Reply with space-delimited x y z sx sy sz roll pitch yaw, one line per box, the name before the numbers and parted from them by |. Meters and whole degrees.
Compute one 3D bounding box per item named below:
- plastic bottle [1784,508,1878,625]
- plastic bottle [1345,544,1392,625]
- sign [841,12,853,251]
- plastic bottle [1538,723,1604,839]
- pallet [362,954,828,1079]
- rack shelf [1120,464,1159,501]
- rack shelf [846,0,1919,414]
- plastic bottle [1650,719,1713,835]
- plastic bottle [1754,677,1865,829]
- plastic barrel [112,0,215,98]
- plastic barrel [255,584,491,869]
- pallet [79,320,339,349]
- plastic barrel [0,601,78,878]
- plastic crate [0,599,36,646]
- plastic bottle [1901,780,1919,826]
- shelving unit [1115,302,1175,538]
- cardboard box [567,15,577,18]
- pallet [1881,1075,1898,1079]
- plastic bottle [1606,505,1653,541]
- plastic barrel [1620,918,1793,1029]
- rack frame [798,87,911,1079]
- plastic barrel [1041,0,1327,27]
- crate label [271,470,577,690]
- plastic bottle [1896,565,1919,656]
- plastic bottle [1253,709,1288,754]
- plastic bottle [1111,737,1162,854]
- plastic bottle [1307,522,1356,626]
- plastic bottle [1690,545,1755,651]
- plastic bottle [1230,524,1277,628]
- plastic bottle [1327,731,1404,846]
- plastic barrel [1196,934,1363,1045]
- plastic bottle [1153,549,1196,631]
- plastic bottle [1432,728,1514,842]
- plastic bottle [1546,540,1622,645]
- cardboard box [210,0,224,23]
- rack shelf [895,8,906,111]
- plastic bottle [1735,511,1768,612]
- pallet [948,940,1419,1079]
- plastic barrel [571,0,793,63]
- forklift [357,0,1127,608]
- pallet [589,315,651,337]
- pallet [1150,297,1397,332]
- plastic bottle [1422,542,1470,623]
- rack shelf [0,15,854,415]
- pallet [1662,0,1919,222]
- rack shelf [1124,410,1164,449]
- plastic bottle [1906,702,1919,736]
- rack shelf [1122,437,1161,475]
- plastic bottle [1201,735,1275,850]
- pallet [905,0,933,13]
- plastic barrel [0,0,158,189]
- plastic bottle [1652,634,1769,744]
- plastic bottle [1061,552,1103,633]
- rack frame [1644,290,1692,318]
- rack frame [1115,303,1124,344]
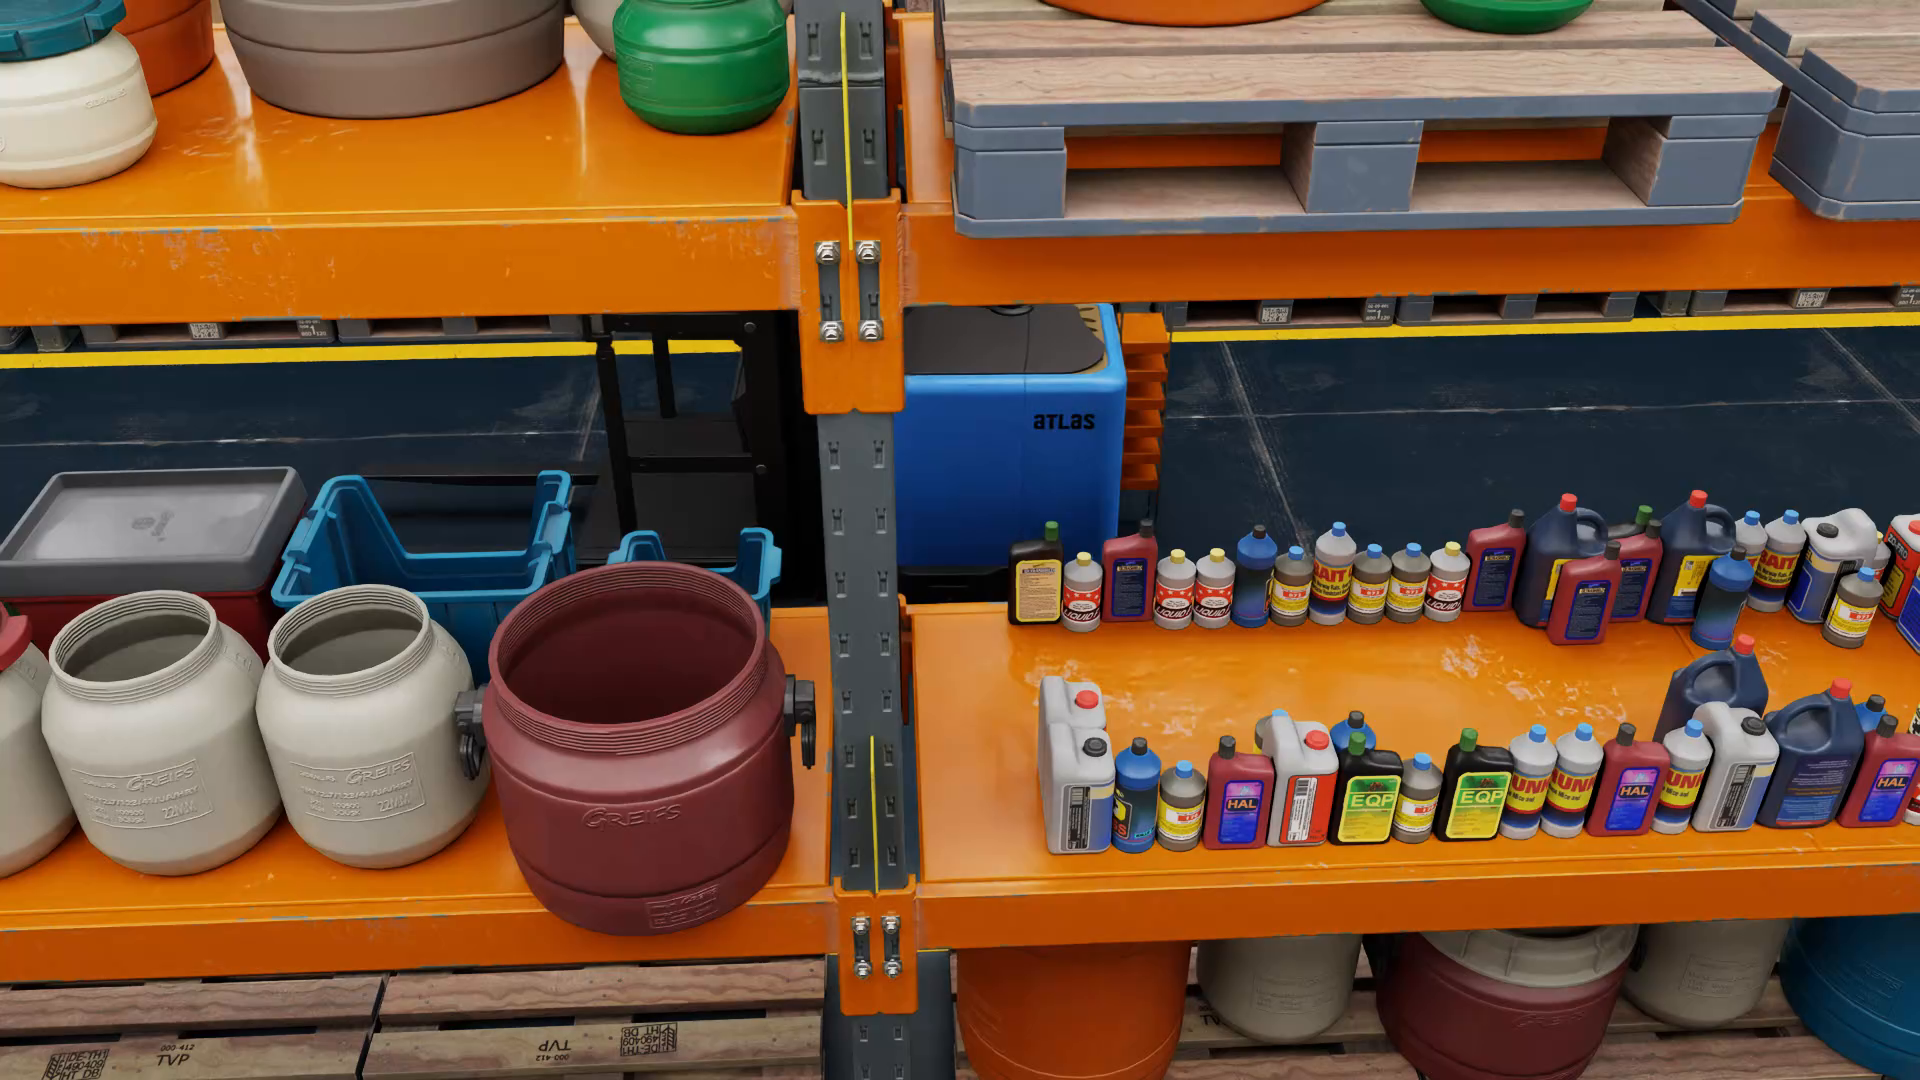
plastic bottle | 2.161 0.056 4.142 0.135 0.276 0.152 -2 35 -2
plastic bottle | 1.019 0.102 4.141 0.097 0.201 0.097 0 35 0
sign | -0.164 -0.592 2.426 0.005 0.325 0.100 -2 35 -2
plastic bottle | 1.290 0.498 3.507 0.097 0.271 0.097 0 35 0
pallet | -0.973 1.431 4.496 1.213 0.211 1.003 -2 35 -2
rack shelf | 0.682 -0.263 6.576 0.180 0.103 0.258 0 35 -1
rack shelf | 1.800 -0.706 3.130 4.000 0.370 1.077 -2 35 -2
plastic bottle | 1.521 0.492 3.516 0.097 0.271 0.097 0 35 0
plastic bottle | 1.795 0.439 3.523 0.185 0.351 0.144 -2 35 -2
plastic barrel | -1.681 -1.208 2.846 0.708 0.830 0.600 -2 35 -2
plastic barrel | -1.215 0.389 3.454 0.421 0.512 0.421 0 35 0
pallet | -3.690 -1.318 8.468 1.213 0.211 1.003 -2 35 -2
plastic barrel | -2.062 0.405 3.409 0.433 0.535 0.433 0 35 0
plastic crate | -2.467 0.273 3.905 0.662 0.188 0.450 -2 35 -2
plastic bottle | 2.070 0.506 3.557 0.097 0.201 0.097 0 35 0
shelving unit | 0.682 -0.497 6.414 0.189 1.200 0.258 0 35 -1
cardboard box | -1.699 -2.360 7.745 0.250 0.149 0.380 1 35 1
pallet | 3.025 1.322 4.654 1.213 0.211 1.003 -2 35 -2
plastic bottle | 1.646 0.041 4.157 0.133 0.283 0.061 -2 35 -2
plastic barrel | 1.978 1.017 4.462 0.421 0.512 0.421 0 35 0
rack frame | -0.198 0.286 3.701 0.127 3.000 1.000 -2 35 -2
plastic barrel | 0.370 -1.310 2.625 0.708 0.830 0.600 -2 35 -2
crate label | -1.203 0.144 3.874 0.616 0.435 0.502 -2 35 -2
plastic bottle | 2.400 0.136 4.026 0.135 0.276 0.152 -2 35 -2
plastic bottle | 0.688 0.457 3.629 0.097 0.201 0.097 0 35 0
plastic bottle | 0.367 0.523 3.471 0.097 0.271 0.097 0 35 0
plastic bottle | 0.922 0.076 4.117 0.097 0.271 0.097 0 35 0
plastic bottle | 1.856 0.133 4.035 0.097 0.271 0.097 0 35 0
plastic bottle | 0.727 0.081 4.110 0.097 0.271 0.097 0 35 0
plastic bottle | 0.848 0.516 3.471 0.133 0.283 0.061 -2 35 -2
plastic barrel | 0.850 1.047 4.418 0.421 0.512 0.421 0 35 0
plastic bottle | 0.533 0.115 4.122 0.097 0.201 0.097 0 35 0
plastic bottle | 1.079 0.510 3.480 0.133 0.283 0.061 -2 35 -2
plastic bottle | 1.519 0.127 4.034 0.133 0.283 0.061 -2 35 -2
cardboard box | -3.130 -2.489 7.623 0.500 0.500 0.500 1 35 1
rack shelf | 1.569 -2.288 8.052 4.000 0.370 1.077 -2 35 -2
plastic bottle | 1.947 0.048 4.157 0.097 0.271 0.097 0 35 0
pallet | 0.588 1.388 4.559 1.213 0.211 1.003 -2 35 -2
plastic barrel | -0.522 -1.159 3.055 0.421 0.512 0.421 0 35 0
forklift | -0.930 -1.139 5.821 3.031 2.935 1.130 0 35 -1
pallet | -1.252 -1.383 8.563 1.213 0.211 1.003 -2 35 -2
pallet | 1.535 -1.413 8.606 1.213 0.211 1.003 -2 35 -2
plastic bottle | 1.214 0.097 4.149 0.097 0.201 0.097 0 35 0
rack shelf | -2.195 -0.598 2.974 4.000 0.370 1.077 -2 35 -2
pallet | 1.887 -0.869 2.900 1.213 0.211 1.003 -2 35 -2
rack shelf | 0.682 -0.460 6.439 0.180 0.103 0.258 0 35 -1
plastic bottle | 2.160 0.388 3.666 0.097 0.271 0.097 0 35 0
rack shelf | 0.682 -0.362 6.507 0.180 0.103 0.258 0 35 -1
plastic bottle | 0.580 0.523 3.461 0.133 0.283 0.061 -2 35 -2
pallet | 0.245 -2.509 7.908 1.003 0.211 1.213 -2 35 -2
plastic barrel | -1.457 -0.724 2.646 0.301 0.262 0.301 0 35 0
plastic bottle | 1.653 0.356 3.643 0.185 0.351 0.144 -2 35 -2
plastic bottle | 0.302 0.121 4.113 0.097 0.201 0.097 0 35 0
rack frame | 3.567 -2.638 7.925 0.127 3.000 1.000 -2 35 -2
rack frame | 0.590 -0.496 6.413 0.006 1.200 0.240 0 35 -1
